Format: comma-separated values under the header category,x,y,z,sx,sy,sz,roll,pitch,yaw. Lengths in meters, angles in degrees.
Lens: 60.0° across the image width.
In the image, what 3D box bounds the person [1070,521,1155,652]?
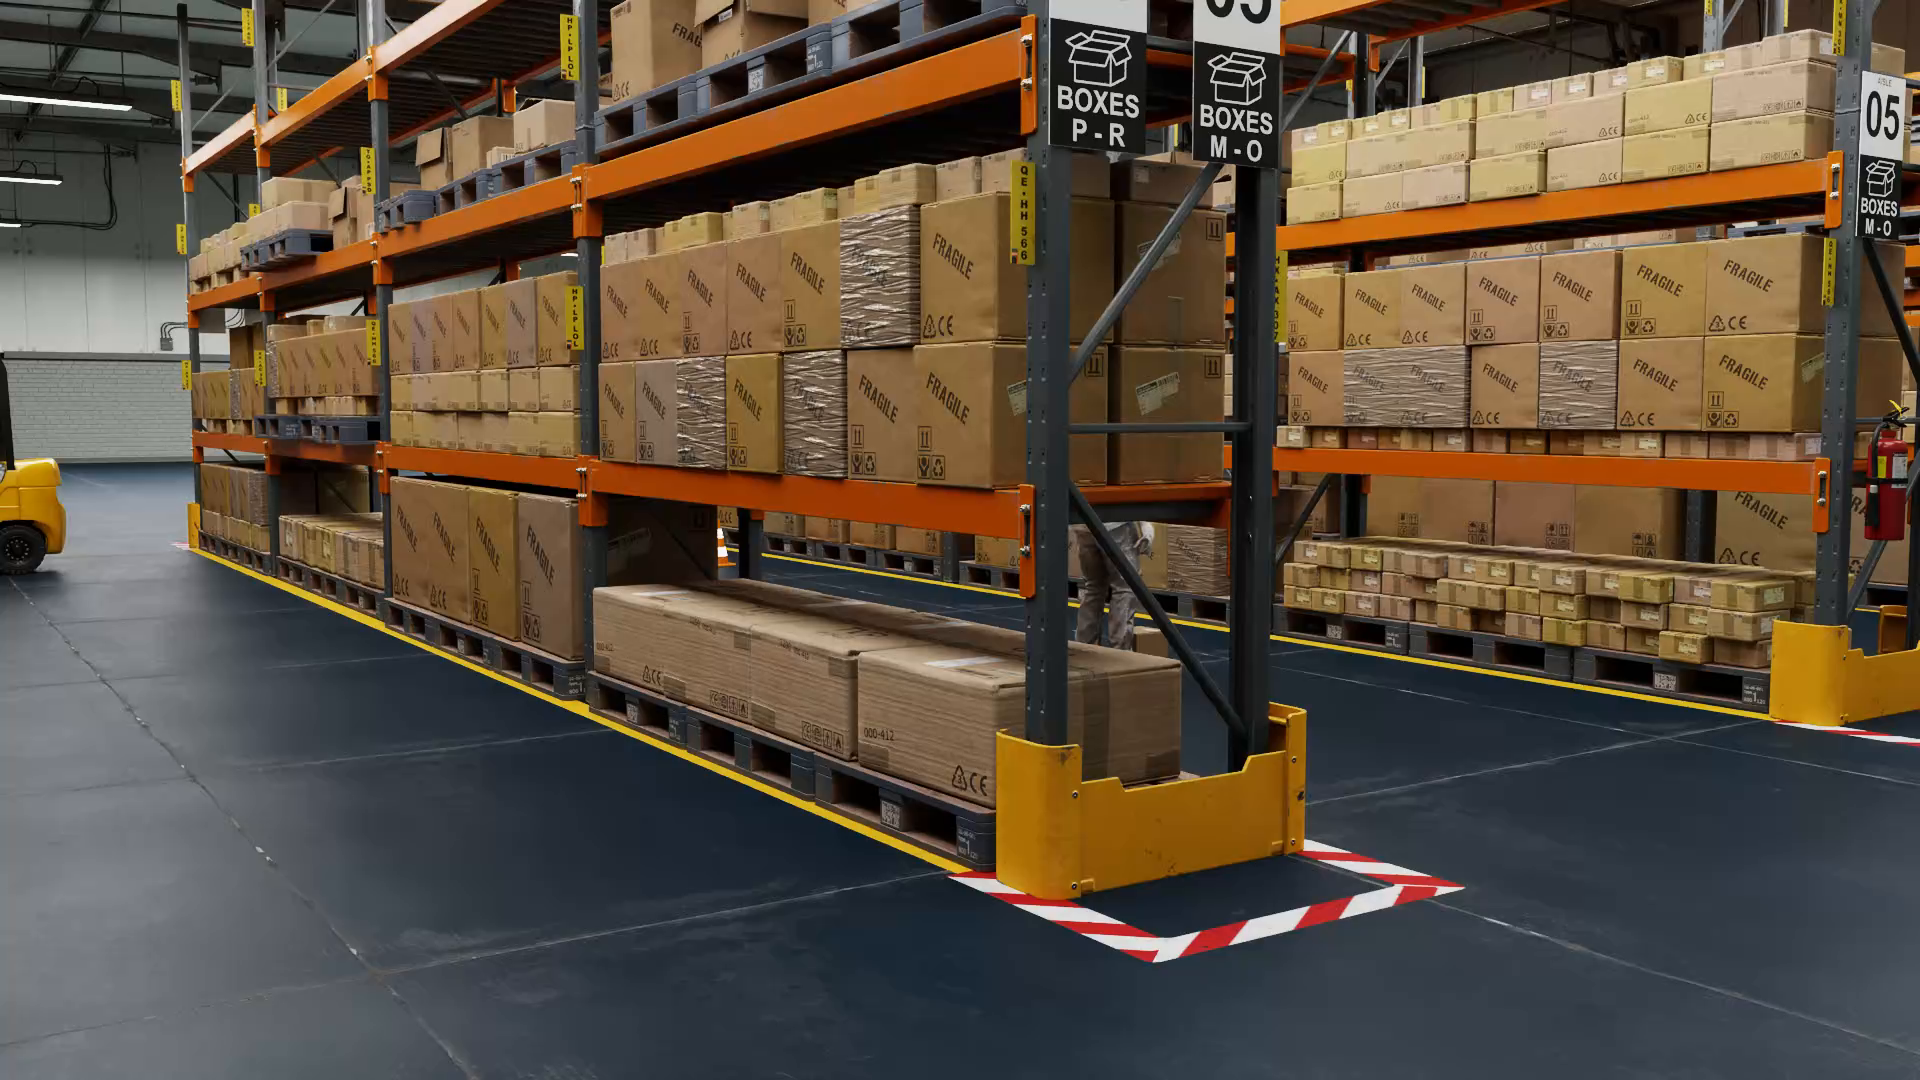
category,x,y,z,sx,sy,sz,roll,pitch,yaw
person,0.882,-0.086,9.764,0.450,1.774,0.632,-3,6,-35
